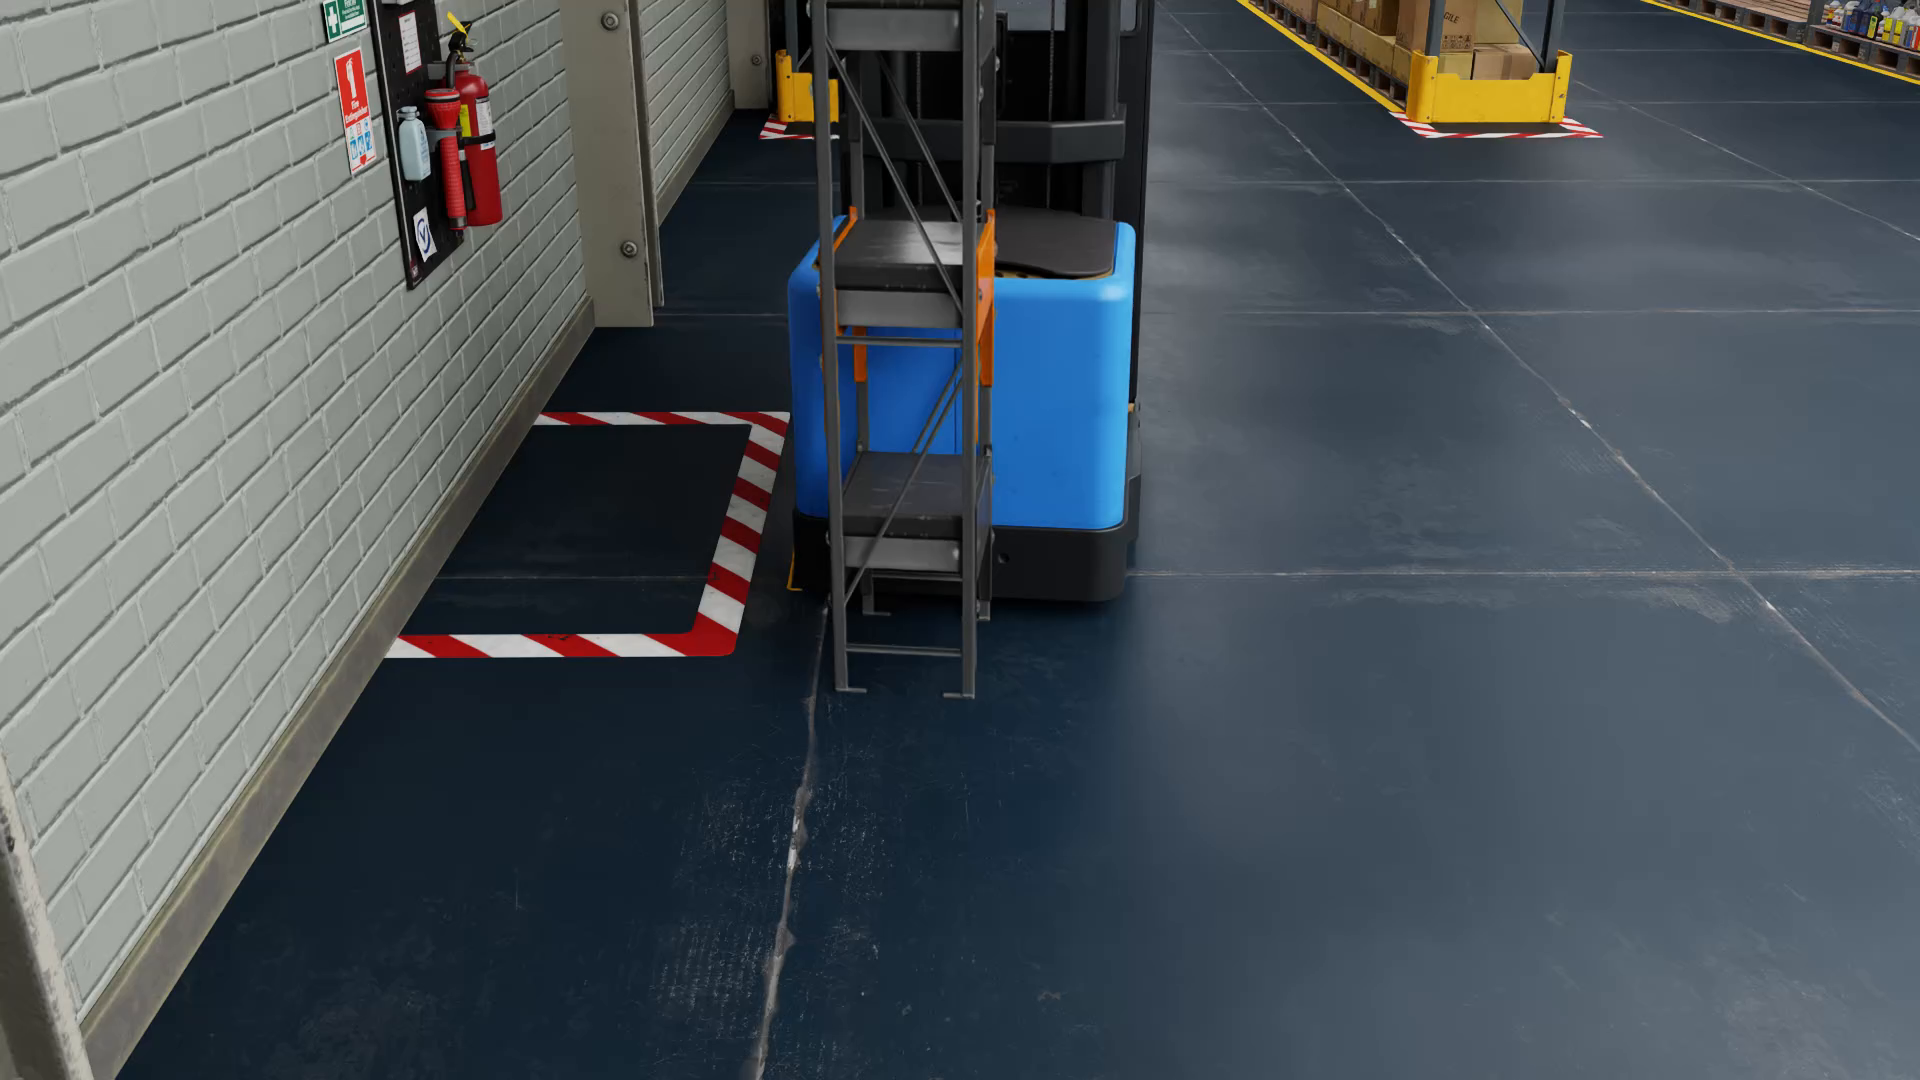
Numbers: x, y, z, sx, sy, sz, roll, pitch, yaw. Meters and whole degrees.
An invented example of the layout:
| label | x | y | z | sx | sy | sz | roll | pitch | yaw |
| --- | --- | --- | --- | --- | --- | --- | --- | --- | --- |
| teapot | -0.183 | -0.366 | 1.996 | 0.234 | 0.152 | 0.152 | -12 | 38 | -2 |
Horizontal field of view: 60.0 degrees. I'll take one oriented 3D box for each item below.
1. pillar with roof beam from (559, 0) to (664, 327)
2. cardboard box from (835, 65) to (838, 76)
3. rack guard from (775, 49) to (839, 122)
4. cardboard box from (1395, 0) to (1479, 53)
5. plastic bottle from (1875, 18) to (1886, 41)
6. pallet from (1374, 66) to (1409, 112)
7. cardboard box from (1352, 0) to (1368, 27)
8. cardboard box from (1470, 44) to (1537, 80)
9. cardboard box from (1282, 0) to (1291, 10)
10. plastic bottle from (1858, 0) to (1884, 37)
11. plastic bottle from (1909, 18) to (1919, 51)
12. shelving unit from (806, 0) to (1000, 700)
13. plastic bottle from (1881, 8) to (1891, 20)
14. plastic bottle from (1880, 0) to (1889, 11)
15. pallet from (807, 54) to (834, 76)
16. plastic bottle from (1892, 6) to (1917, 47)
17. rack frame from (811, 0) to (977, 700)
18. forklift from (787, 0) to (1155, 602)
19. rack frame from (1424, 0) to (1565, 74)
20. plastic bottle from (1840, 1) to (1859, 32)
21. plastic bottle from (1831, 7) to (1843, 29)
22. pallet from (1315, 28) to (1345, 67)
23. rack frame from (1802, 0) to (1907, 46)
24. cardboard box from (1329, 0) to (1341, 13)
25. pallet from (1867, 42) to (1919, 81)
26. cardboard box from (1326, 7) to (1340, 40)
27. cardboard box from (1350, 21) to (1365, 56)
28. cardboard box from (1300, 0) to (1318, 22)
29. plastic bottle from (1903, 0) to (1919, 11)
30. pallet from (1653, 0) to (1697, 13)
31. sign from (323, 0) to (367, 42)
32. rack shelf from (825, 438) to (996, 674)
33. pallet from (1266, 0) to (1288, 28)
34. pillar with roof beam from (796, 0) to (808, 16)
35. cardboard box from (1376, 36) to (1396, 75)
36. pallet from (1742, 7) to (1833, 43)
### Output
| label | x | y | z | sx | sy | sz | roll | pitch | yaw |
| --- | --- | --- | --- | --- | --- | --- | --- | --- | --- |
| pillar with roof beam | 2.661 | -5.231 | 6.396 | 9.100 | 9.000 | 0.400 | 0 | 24 | -1 |
| cardboard box | -0.755 | -3.927 | 13.521 | 0.500 | 0.311 | 0.500 | -3 | 25 | -7 |
| rack guard | -0.838 | -3.558 | 13.011 | 1.175 | 0.500 | 0.348 | 0 | 24 | -1 |
| cardboard box | 3.813 | -4.190 | 13.291 | 0.500 | 0.500 | 0.500 | 0 | 24 | -1 |
| plastic bottle | 8.601 | -4.755 | 15.486 | 0.097 | 0.201 | 0.097 | 0 | 24 | 0 |
| pallet | 4.066 | -3.734 | 13.750 | 1.003 | 0.211 | 1.213 | 0 | 24 | -1 |
| cardboard box | 3.783 | -4.808 | 14.657 | 0.500 | 0.500 | 0.500 | 0 | 24 | -1 |
| cardboard box | 4.333 | -3.850 | 13.450 | 0.500 | 0.250 | 0.500 | 0 | 24 | -1 |
| cardboard box | 3.769 | -5.865 | 17.906 | 0.500 | 0.250 | 0.500 | 0 | 24 | 1 |
| plastic bottle | 8.622 | -4.940 | 15.713 | 0.144 | 0.351 | 0.185 | -1 | 24 | -3 |
| plastic bottle | 8.636 | -4.529 | 14.895 | 0.152 | 0.276 | 0.135 | 0 | 24 | 0 |
| shelving unit | -0.132 | -0.612 | 4.555 | 0.431 | 2.100 | 0.503 | 3 | 24 | 6 |
| plastic bottle | 8.661 | -4.843 | 15.596 | 0.097 | 0.271 | 0.097 | 0 | 24 | 0 |
| plastic bottle | 8.764 | -5.018 | 15.887 | 0.144 | 0.351 | 0.185 | 0 | 24 | -1 |
| pallet | -0.822 | -4.263 | 14.920 | 1.003 | 0.211 | 1.213 | 0 | 24 | -1 |
| plastic bottle | 8.628 | -4.688 | 15.156 | 0.144 | 0.351 | 0.185 | 1 | 24 | 2 |
| rack frame | -0.158 | -0.512 | 4.334 | 0.400 | 2.100 | 0.015 | 3 | 24 | 6 |
| forklift | 0.146 | -1.716 | 5.987 | 1.130 | 2.935 | 3.031 | 3 | 24 | 6 |
| rack frame | 4.116 | -4.690 | 12.479 | 1.000 | 3.000 | 0.127 | 0 | 24 | -1 |
| plastic bottle | 8.622 | -5.052 | 16.051 | 0.152 | 0.276 | 0.135 | 1 | 24 | 1 |
| plastic bottle | 8.592 | -5.109 | 16.268 | 0.097 | 0.201 | 0.097 | 0 | 24 | 0 |
| pallet | 4.039 | -4.740 | 15.973 | 1.003 | 0.211 | 1.213 | 0 | 24 | -1 |
| rack frame | 9.026 | -6.359 | 16.170 | 1.000 | 3.000 | 0.127 | 0 | 24 | -1 |
| cardboard box | 3.778 | -5.220 | 15.568 | 0.500 | 0.500 | 0.500 | 0 | 24 | -1 |
| pallet | 9.008 | -4.307 | 15.018 | 1.003 | 0.211 | 1.213 | 0 | 24 | -1 |
| cardboard box | 3.775 | -4.878 | 15.723 | 0.500 | 0.250 | 0.500 | 0 | 24 | -1 |
| cardboard box | 3.787 | -4.466 | 14.812 | 0.500 | 0.250 | 0.500 | 0 | 24 | -1 |
| cardboard box | 3.778 | -5.446 | 16.979 | 0.500 | 0.250 | 0.500 | 0 | 24 | -1 |
| plastic bottle | 9.177 | -5.088 | 16.039 | 0.144 | 0.351 | 0.185 | 0 | 24 | -1 |
| pallet | 8.952 | -6.417 | 19.682 | 1.003 | 0.211 | 1.213 | 0 | 24 | -1 |
| sign | -1.744 | -1.491 | 4.720 | 0.001 | 0.109 | 0.331 | 0 | 24 | -1 |
| rack shelf | -0.132 | 0.038 | 4.849 | 0.431 | 0.518 | 0.480 | 3 | 24 | 6 |
| pallet | 4.009 | -5.875 | 18.483 | 1.003 | 0.211 | 1.213 | 0 | 24 | -1 |
| pillar with roof beam | 2.530 | -10.176 | 17.329 | 9.100 | 9.000 | 0.400 | 0 | 24 | -1 |
| cardboard box | 3.798 | -4.054 | 13.900 | 0.500 | 0.250 | 0.500 | 0 | 24 | -1 |
| pallet | 8.978 | -5.412 | 17.459 | 1.003 | 0.211 | 1.213 | 0 | 24 | -1 |
